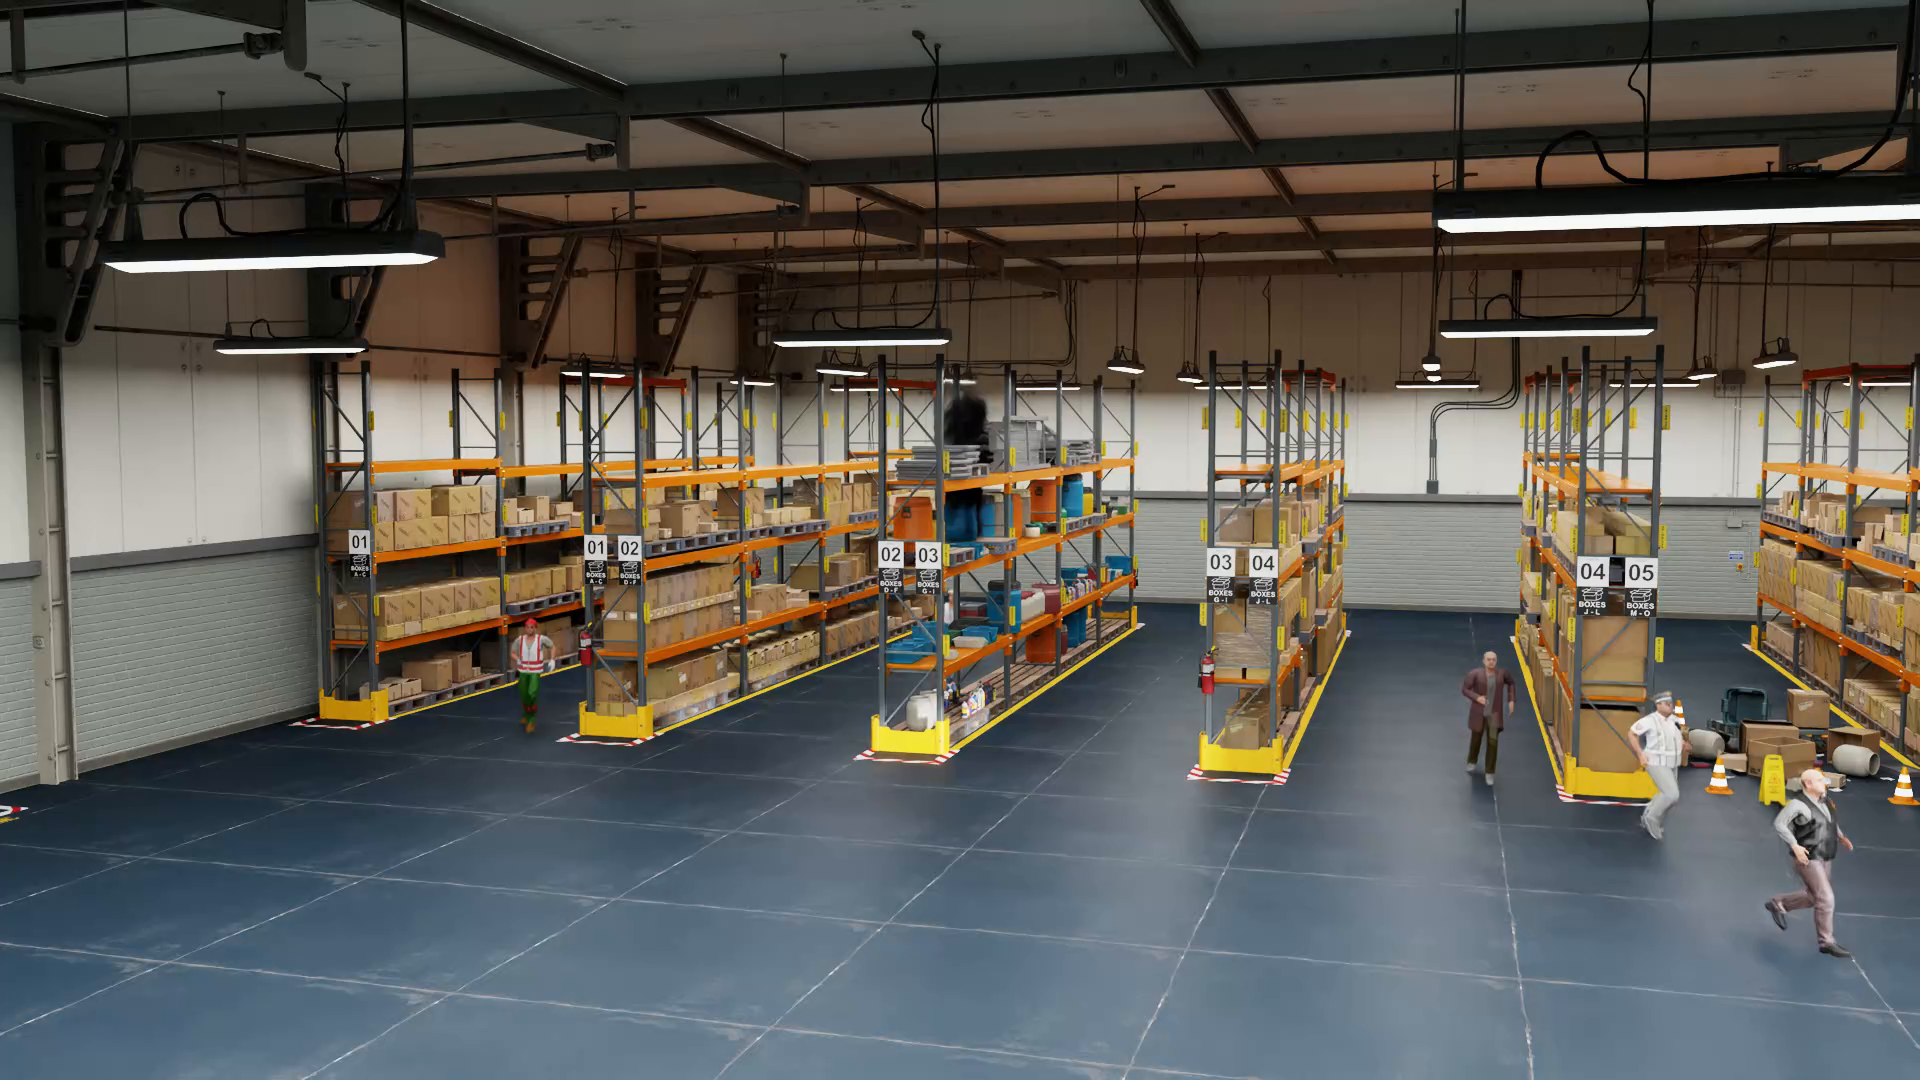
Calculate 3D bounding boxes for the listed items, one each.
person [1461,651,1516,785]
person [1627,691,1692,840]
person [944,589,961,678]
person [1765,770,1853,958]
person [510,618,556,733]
[{"bbox_3d":[7.376,2.467,23.217,0.747,1.856,0.816,1,4,11],"label":"person"},{"bbox_3d":[8.446,2.702,19.931,0.641,1.795,0.694,-2,5,-30],"label":"person"},{"bbox_3d":[-0.166,1.820,32.134,0.643,1.742,0.615,0,4,6],"label":"person"},{"bbox_3d":[8.023,3.016,15.746,0.637,1.699,0.908,-3,5,-33],"label":"person"},{"bbox_3d":[-6.947,2.186,27.012,0.696,1.853,0.754,0,4,1],"label":"person"}]
